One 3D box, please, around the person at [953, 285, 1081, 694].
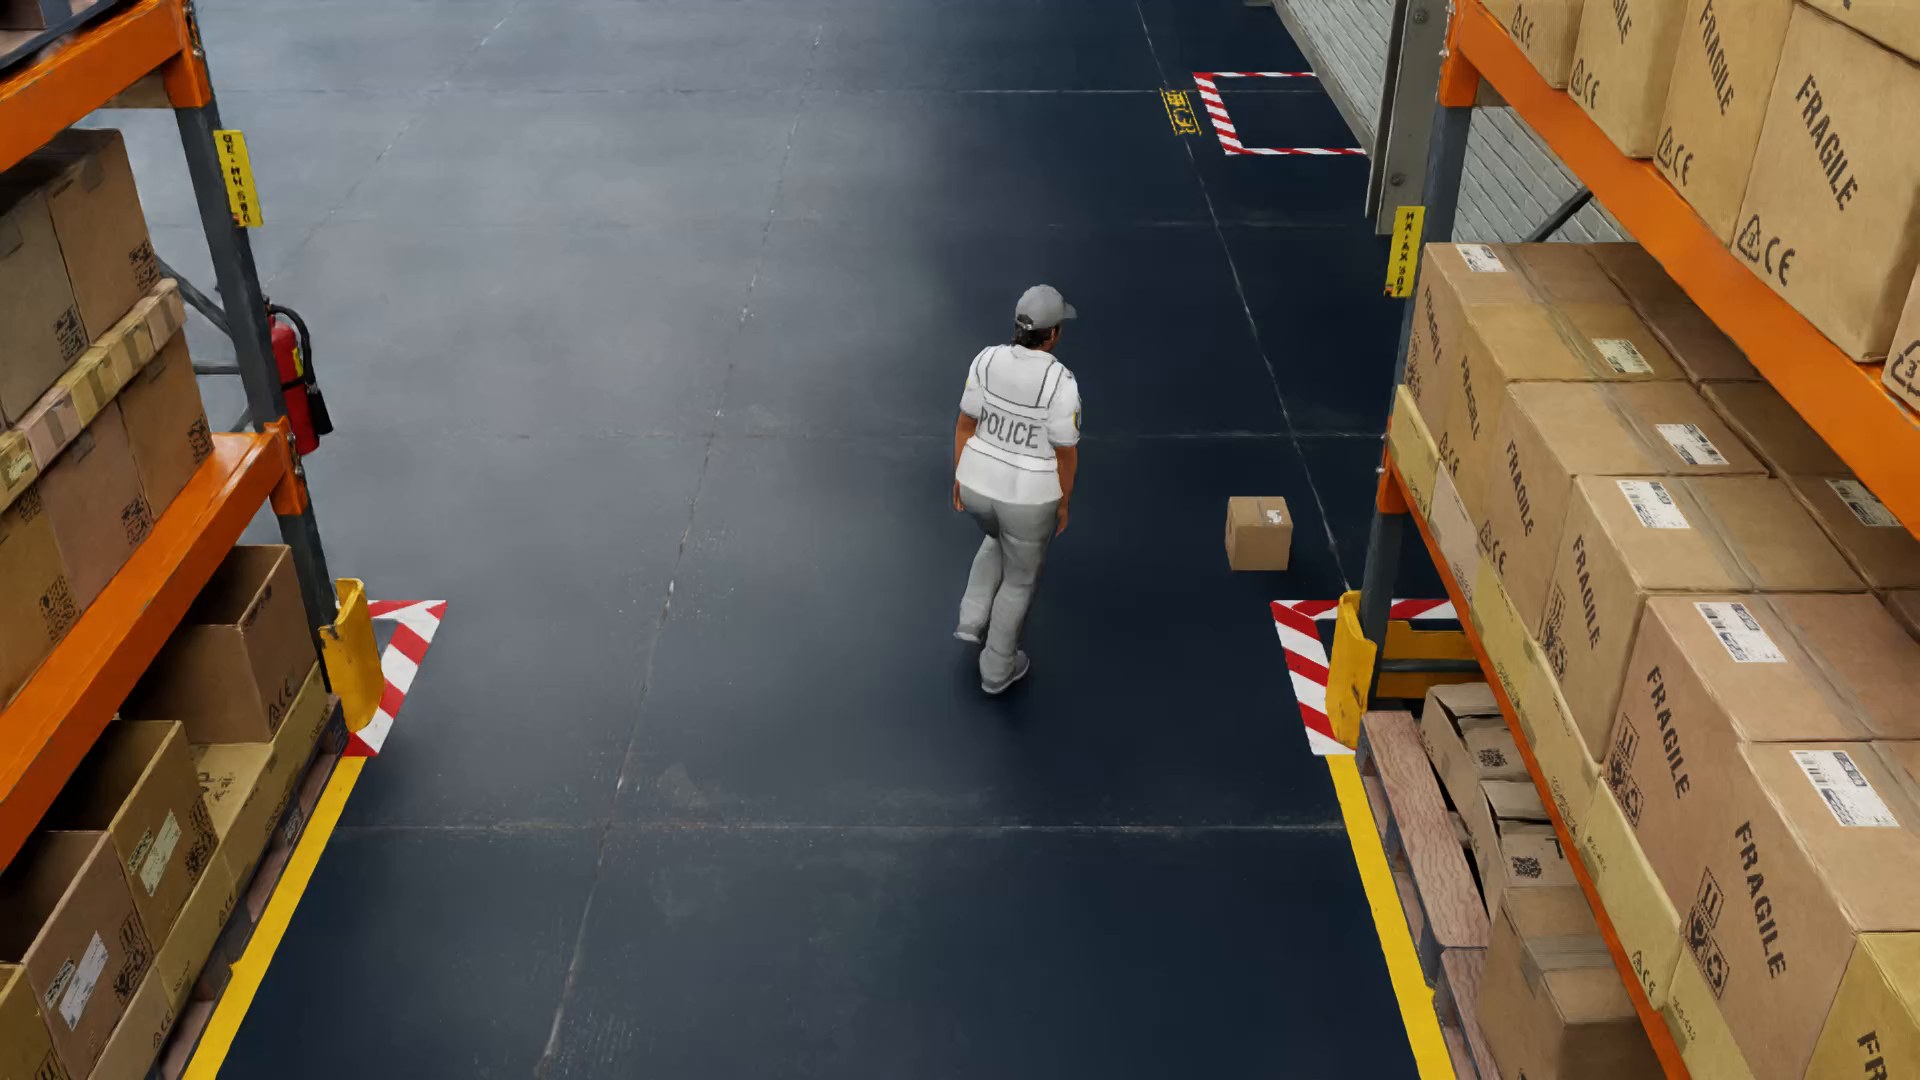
[{"bbox_3d":[0.220,-0.193,6.419,0.524,1.654,0.492,22,38,31],"label":"person"}]
